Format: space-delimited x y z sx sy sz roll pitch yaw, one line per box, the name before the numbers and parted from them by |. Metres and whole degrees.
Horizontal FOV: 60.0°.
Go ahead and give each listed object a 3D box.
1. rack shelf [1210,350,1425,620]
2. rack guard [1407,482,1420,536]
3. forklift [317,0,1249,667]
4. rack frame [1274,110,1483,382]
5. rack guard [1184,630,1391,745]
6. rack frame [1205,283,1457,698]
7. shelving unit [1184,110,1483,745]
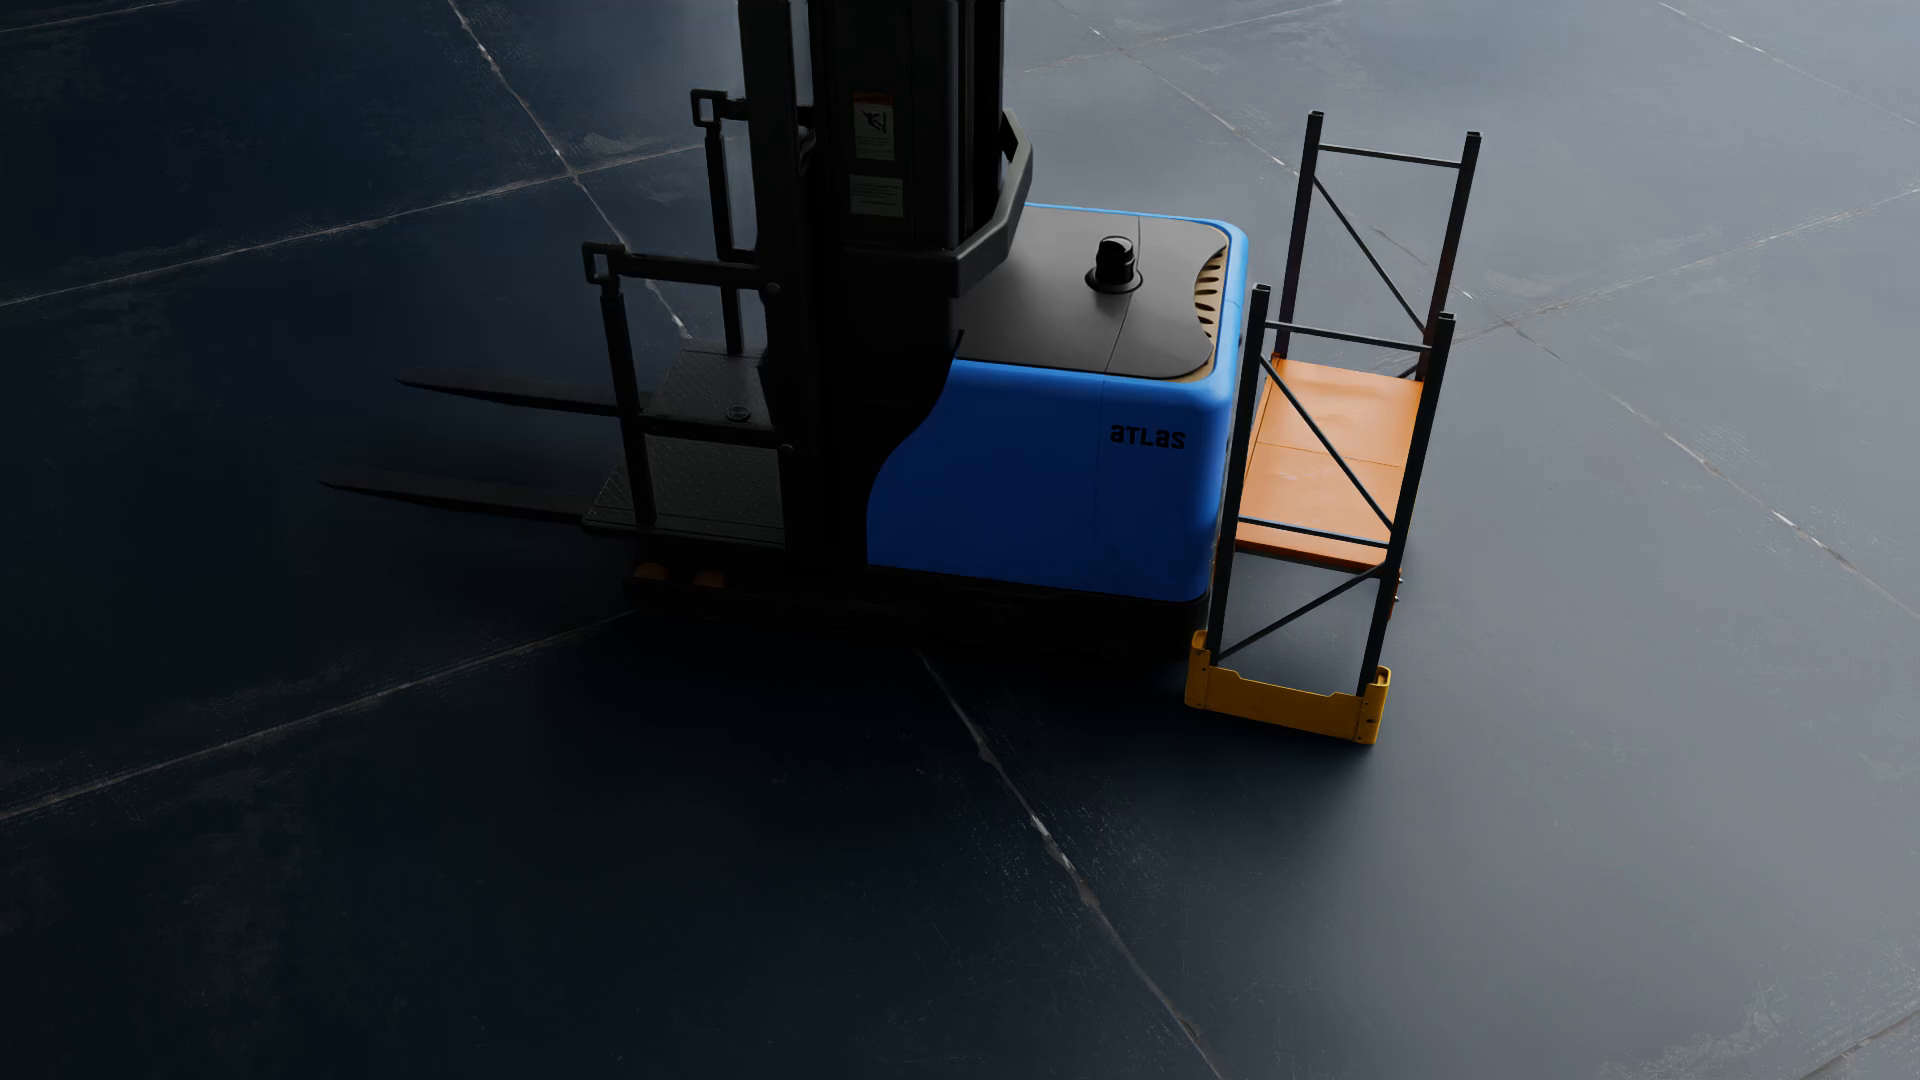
rack shelf | 1.125 -0.197 5.100 0.538 0.185 1.000 11 42 13
rack guard | 1.273 -0.170 5.758 0.587 0.250 0.087 11 42 13
forklift | -0.639 -1.184 4.881 3.031 2.935 1.130 7 41 8
rack frame | 1.274 -0.648 5.355 0.500 1.500 0.032 11 42 13
rack guard | 0.983 0.445 5.031 0.587 0.250 0.087 11 42 13
rack frame | 0.977 -0.020 4.613 0.500 1.500 0.032 11 42 13
shelving unit | 1.128 -0.340 4.991 0.587 1.500 1.083 11 42 13
